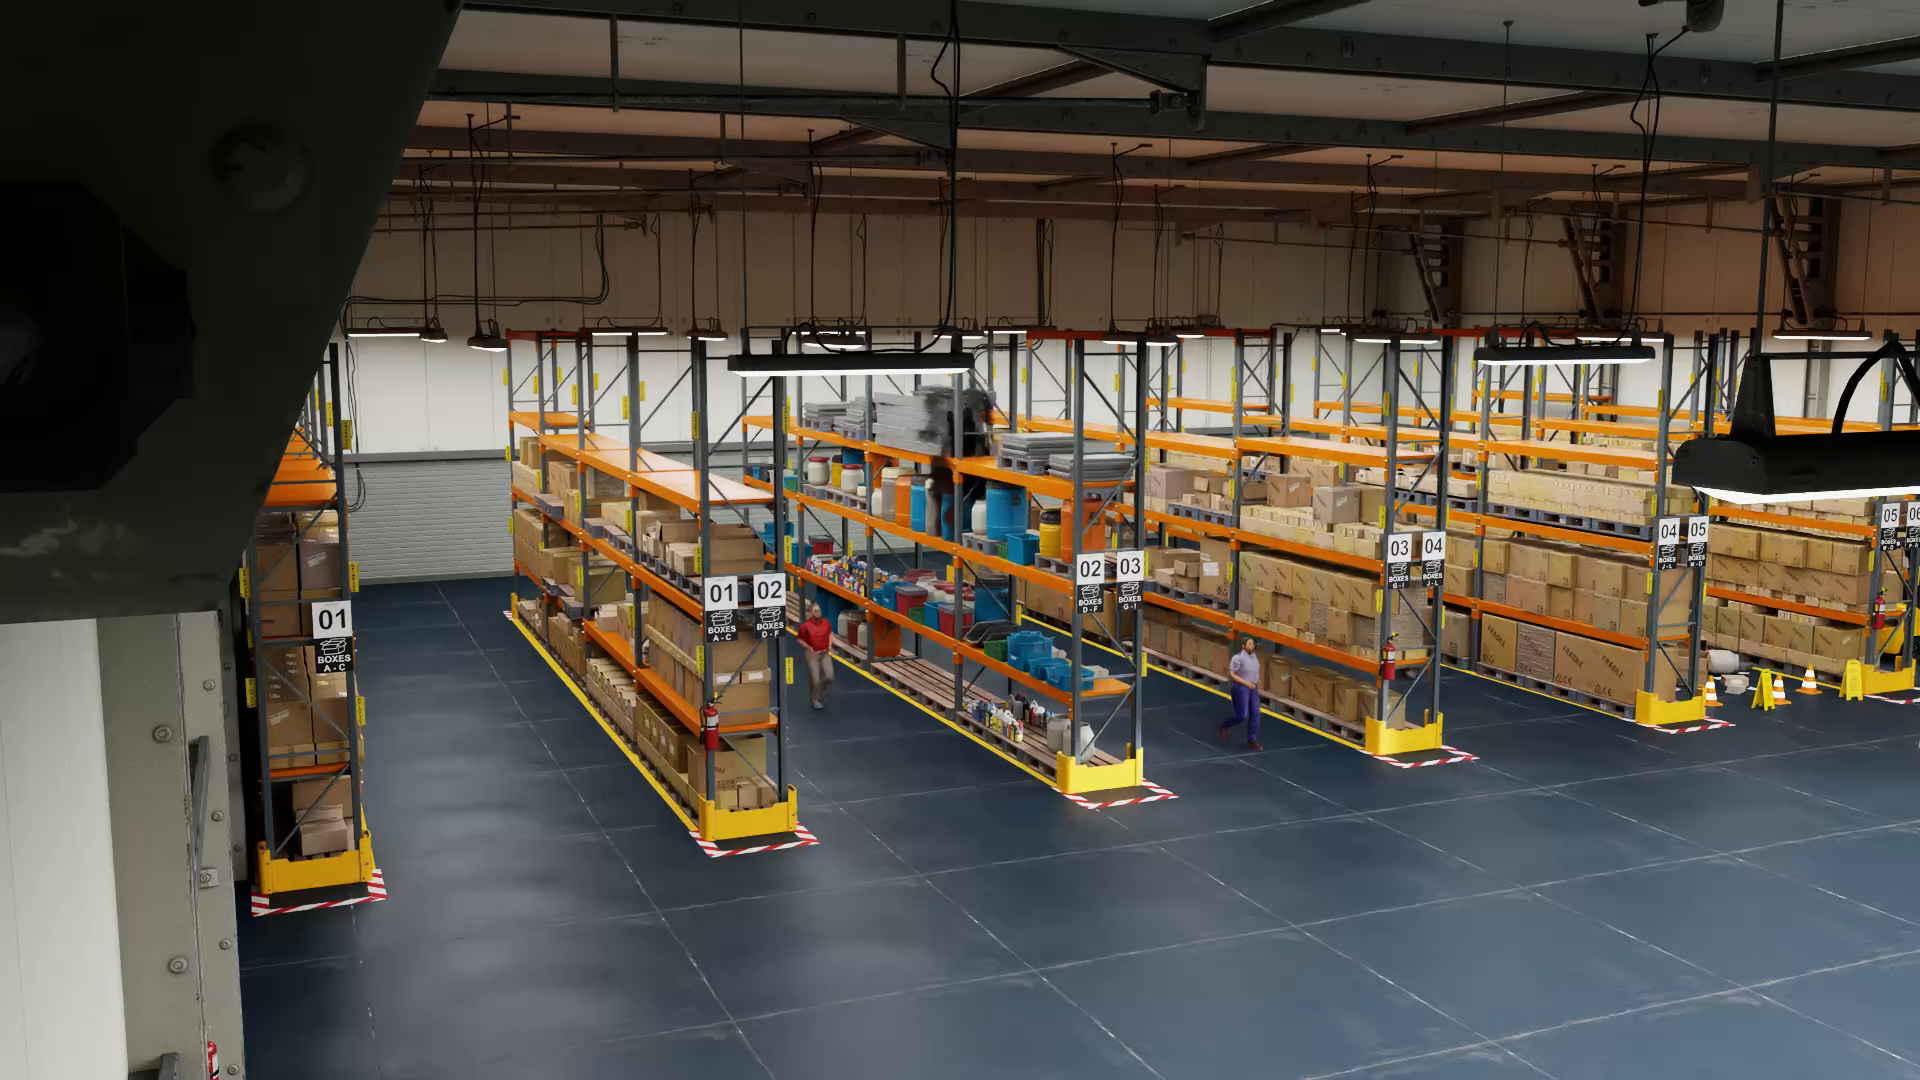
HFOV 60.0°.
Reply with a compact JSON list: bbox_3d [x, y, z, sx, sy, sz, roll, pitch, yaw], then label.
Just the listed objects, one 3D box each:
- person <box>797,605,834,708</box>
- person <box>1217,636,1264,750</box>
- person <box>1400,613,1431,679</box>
[{"bbox_3d":[-2.267,1.872,26.663,0.638,1.681,0.586,-4,9,-24],"label":"person"},{"bbox_3d":[4.164,2.221,24.430,0.631,1.656,0.763,-6,10,-38],"label":"person"},{"bbox_3d":[7.920,1.554,28.794,0.692,1.772,0.686,-4,9,-26],"label":"person"}]
